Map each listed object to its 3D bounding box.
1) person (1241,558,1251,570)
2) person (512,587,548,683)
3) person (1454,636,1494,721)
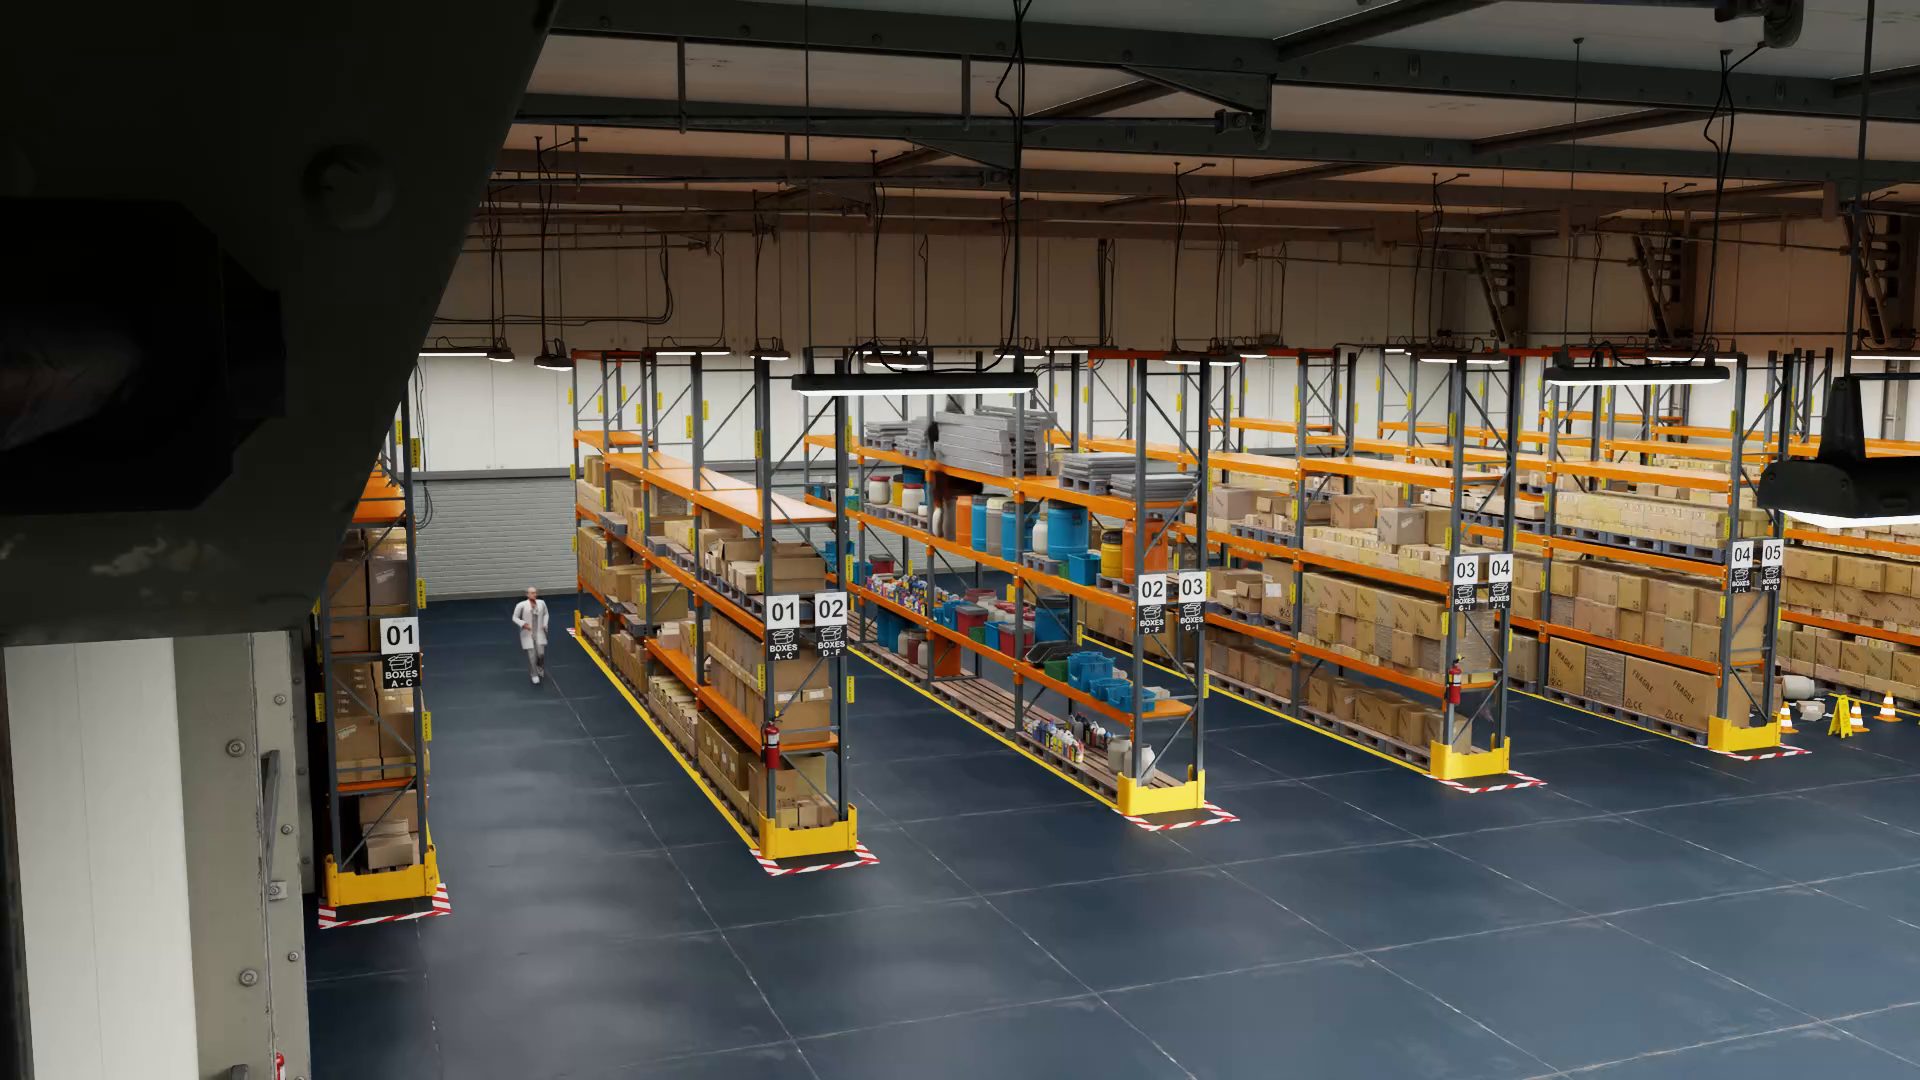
[{"bbox_3d":[7.189,0.392,41.461,0.562,1.615,0.610,5,9,37],"label":"person"},{"bbox_3d":[-7.745,1.725,30.152,0.691,1.745,0.658,-4,8,-29],"label":"person"},{"bbox_3d":[8.520,2.108,27.624,0.579,1.663,1.019,-4,8,-30],"label":"person"}]
